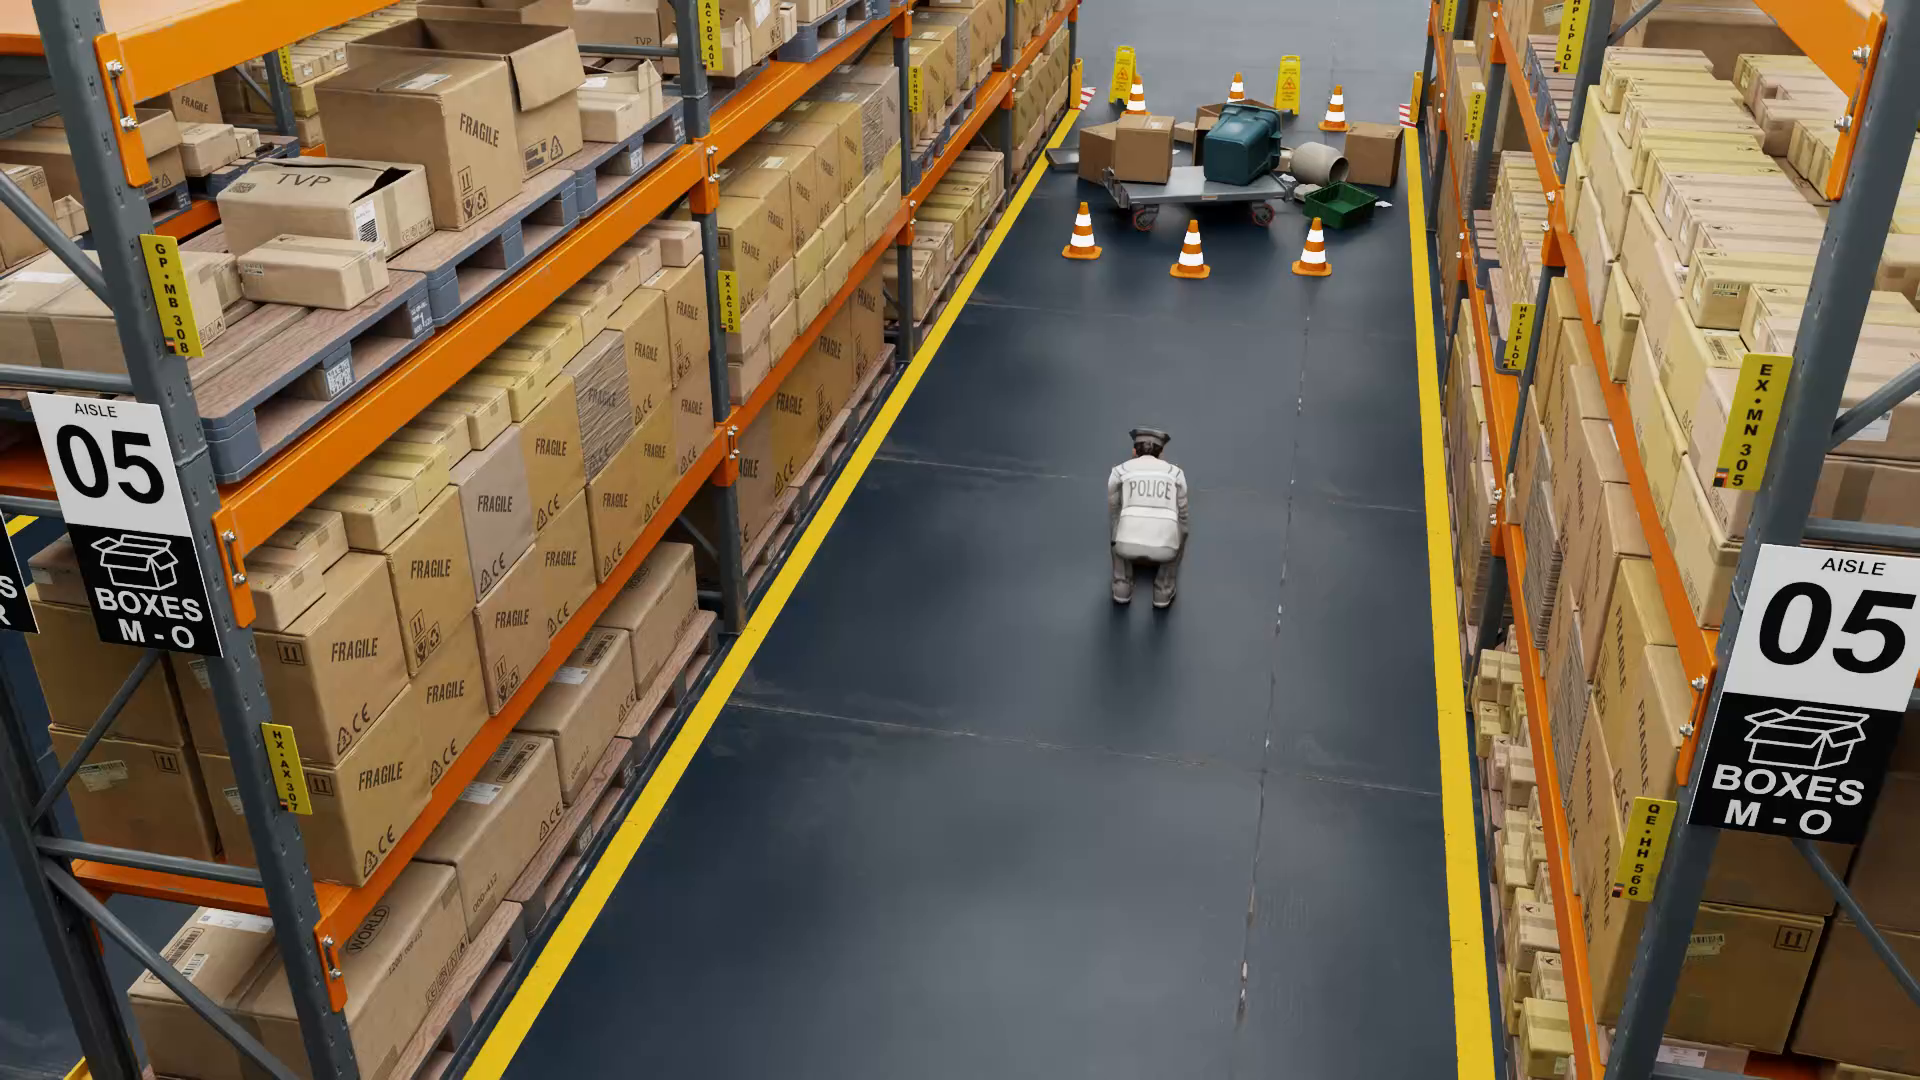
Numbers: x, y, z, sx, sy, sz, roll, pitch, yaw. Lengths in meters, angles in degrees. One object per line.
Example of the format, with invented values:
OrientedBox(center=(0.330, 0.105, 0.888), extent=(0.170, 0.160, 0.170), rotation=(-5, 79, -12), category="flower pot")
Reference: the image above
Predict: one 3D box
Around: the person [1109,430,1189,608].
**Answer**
OrientedBox(center=(1.088, -0.128, 9.655), extent=(0.485, 0.886, 0.857), rotation=(6, 30, 11), category="person")
